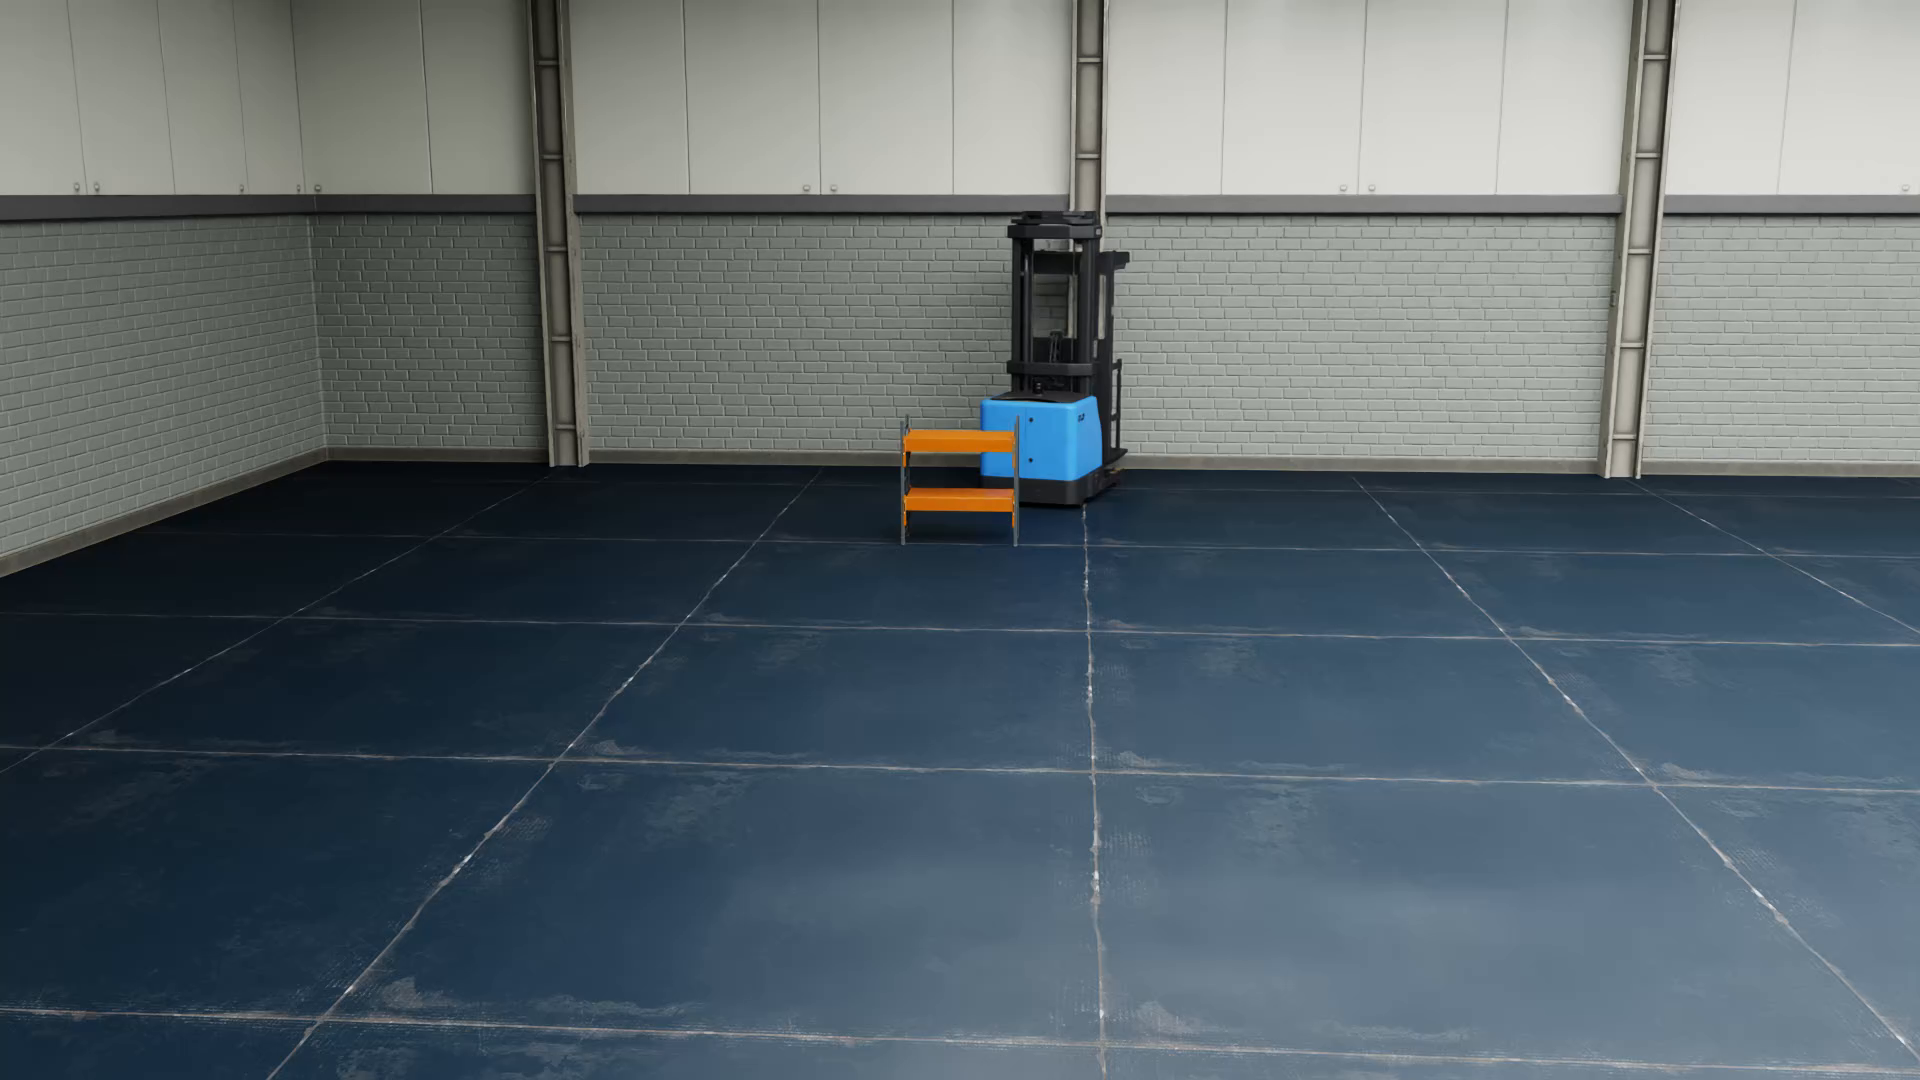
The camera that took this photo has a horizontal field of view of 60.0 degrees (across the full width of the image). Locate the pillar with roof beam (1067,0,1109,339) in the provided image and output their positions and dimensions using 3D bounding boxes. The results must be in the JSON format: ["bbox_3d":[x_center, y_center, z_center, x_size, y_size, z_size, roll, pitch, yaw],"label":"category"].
[{"bbox_3d":[1.127,-4.328,13.963,0.400,9.000,9.100,1,12,4],"label":"pillar with roof beam"}]

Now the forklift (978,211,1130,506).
[{"bbox_3d":[1.166,-2.039,17.837,1.130,2.935,3.031,4,13,19],"label":"forklift"}]

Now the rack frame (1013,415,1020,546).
[{"bbox_3d":[0.514,-0.544,15.101,0.032,1.125,0.500,1,12,4],"label":"rack frame"}]

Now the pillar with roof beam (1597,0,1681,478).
[{"bbox_3d":[7.113,-4.246,13.570,0.400,9.000,9.100,1,12,4],"label":"pillar with roof beam"}]

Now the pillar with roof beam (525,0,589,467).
[{"bbox_3d":[-4.860,-4.410,14.355,0.400,9.000,9.100,1,12,4],"label":"pillar with roof beam"}]

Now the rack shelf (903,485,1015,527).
[{"bbox_3d":[0.007,-0.311,15.184,1.000,0.278,0.538,1,12,4],"label":"rack shelf"}]

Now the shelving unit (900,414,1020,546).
[{"bbox_3d":[0.007,-0.550,15.134,1.048,1.125,0.538,1,12,4],"label":"shelving unit"}]

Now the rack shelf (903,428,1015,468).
[{"bbox_3d":[0.007,-0.837,15.074,1.000,0.278,0.538,1,12,4],"label":"rack shelf"}]

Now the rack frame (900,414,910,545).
[{"bbox_3d":[-0.500,-0.557,15.168,0.032,1.125,0.500,1,12,4],"label":"rack frame"}]
